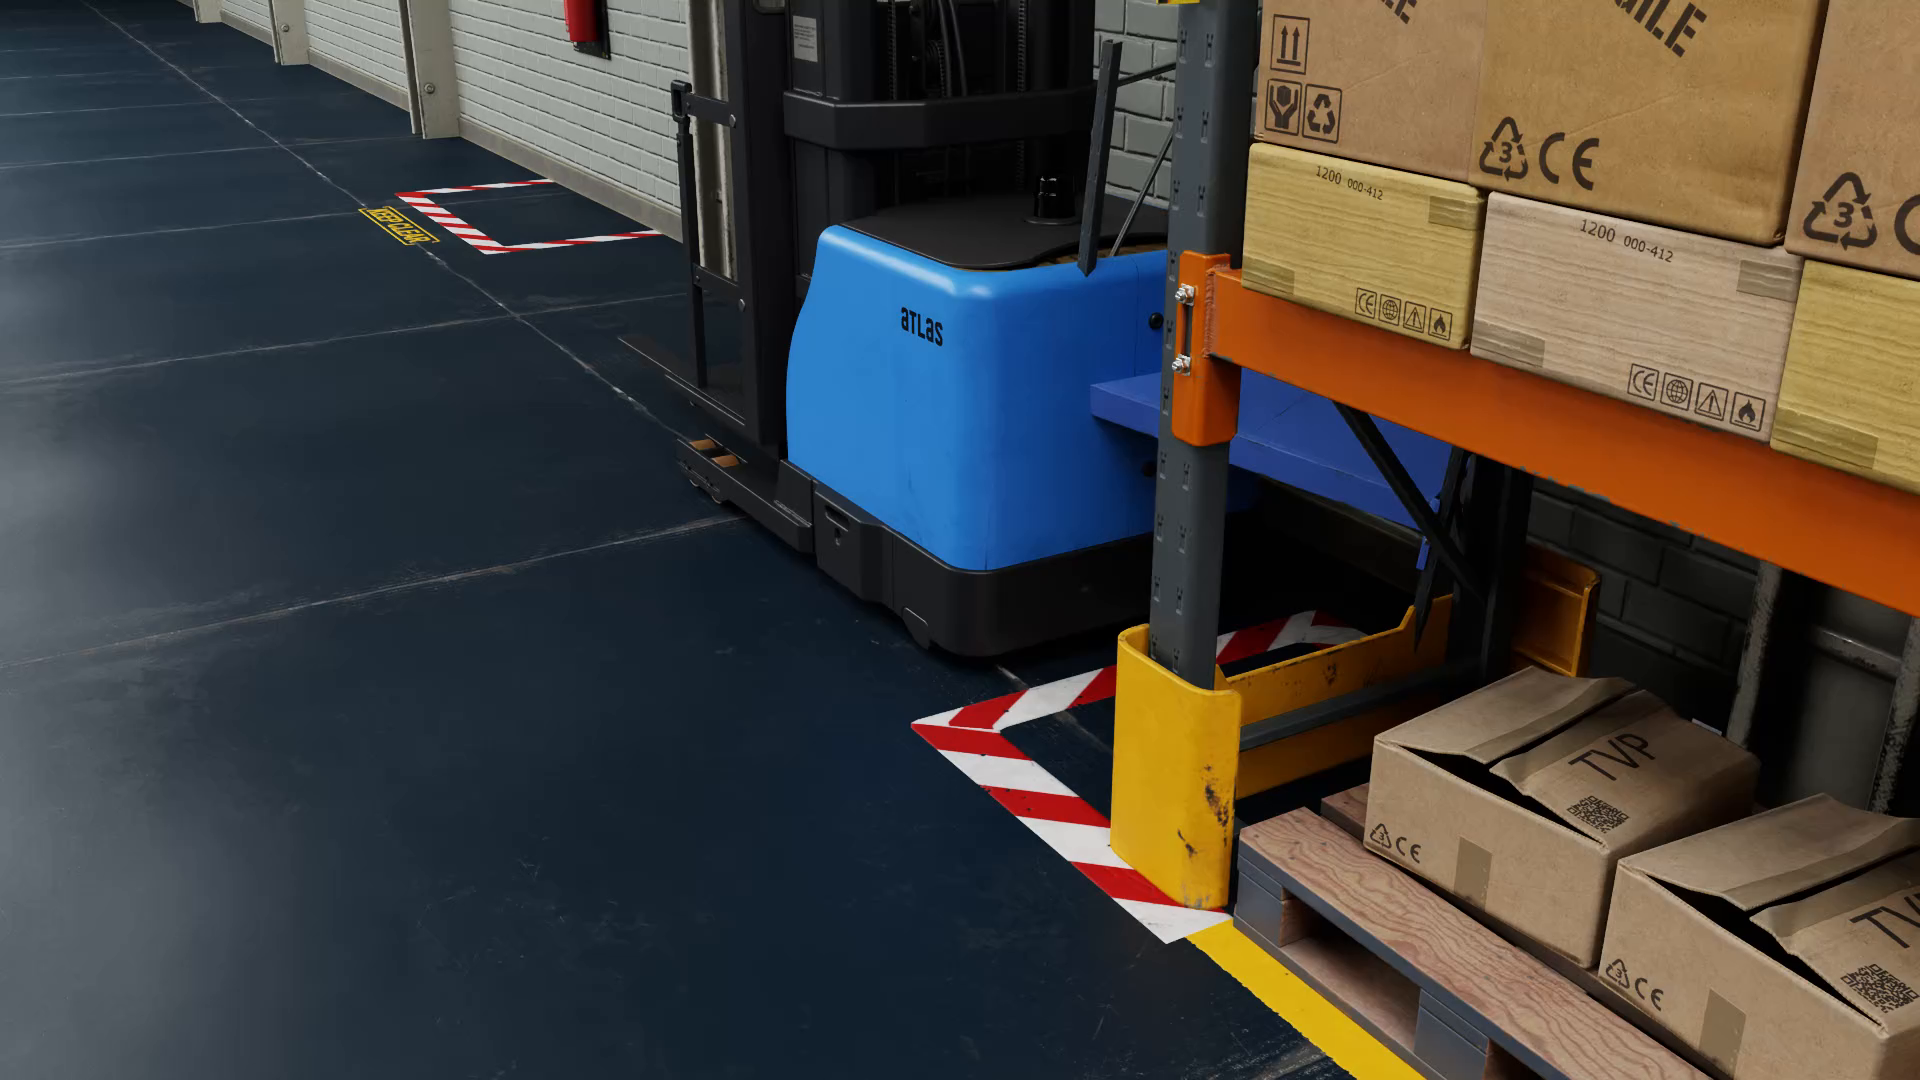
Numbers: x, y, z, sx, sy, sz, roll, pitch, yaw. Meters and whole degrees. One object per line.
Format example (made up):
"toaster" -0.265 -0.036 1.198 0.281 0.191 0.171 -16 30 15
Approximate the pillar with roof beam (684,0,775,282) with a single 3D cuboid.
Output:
"pillar with roof beam" -4.808 -4.642 4.781 9.100 9.000 0.400 -13 25 -28

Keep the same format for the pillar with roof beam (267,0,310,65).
"pillar with roof beam" -10.937 -8.526 14.338 9.100 9.000 0.400 -13 25 -28

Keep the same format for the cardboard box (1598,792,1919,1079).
"cardboard box" 1.424 0.659 2.693 0.500 0.311 0.500 -10 24 -24

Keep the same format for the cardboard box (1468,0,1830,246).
"cardboard box" 1.087 -0.722 2.280 0.500 0.500 0.500 -13 25 -28

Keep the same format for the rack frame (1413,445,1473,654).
"rack frame" 1.259 -0.254 3.938 0.032 1.500 0.500 22 34 29

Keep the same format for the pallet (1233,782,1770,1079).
"pallet" 1.281 0.777 3.118 1.003 0.211 1.213 -13 25 -28

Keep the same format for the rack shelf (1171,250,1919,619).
"rack shelf" 1.879 0.172 1.860 1.077 0.370 4.000 -13 25 -28

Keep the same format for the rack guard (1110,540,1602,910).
"rack guard" 0.896 0.374 3.728 1.175 0.500 0.348 -13 25 -28

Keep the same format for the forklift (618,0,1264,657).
"forklift" -0.322 -1.559 5.254 1.130 2.935 3.031 -13 25 -29

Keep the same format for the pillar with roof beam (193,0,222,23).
"pillar with roof beam" -14.002 -10.469 19.117 9.100 9.000 0.400 -13 25 -28

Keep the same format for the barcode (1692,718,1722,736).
"barcode" 1.486 0.399 3.321 0.001 0.075 0.075 -13 25 -28

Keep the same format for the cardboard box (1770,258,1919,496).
"cardboard box" 1.366 -0.198 1.988 0.500 0.250 0.500 -13 26 -29

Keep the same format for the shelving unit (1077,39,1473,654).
"shelving unit" 0.846 -0.425 4.180 1.048 1.500 0.538 22 34 29

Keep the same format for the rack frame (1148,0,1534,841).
"rack frame" 0.857 -0.809 3.318 1.000 3.000 0.127 -13 25 -28

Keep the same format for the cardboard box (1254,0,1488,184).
"cardboard box" 0.843 -0.884 2.678 0.500 0.500 0.500 -13 25 -28

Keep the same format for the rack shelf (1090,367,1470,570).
"rack shelf" 0.833 -0.268 4.268 1.000 0.185 0.538 22 34 29

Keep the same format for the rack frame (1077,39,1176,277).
"rack frame" 0.434 -0.596 4.423 0.032 1.500 0.500 22 34 29

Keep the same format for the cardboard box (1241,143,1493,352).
"cardboard box" 0.833 -0.529 2.803 0.500 0.250 0.500 -13 26 -30

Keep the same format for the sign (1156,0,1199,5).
"sign" 0.391 -1.105 2.898 0.100 0.325 0.005 -13 25 -28

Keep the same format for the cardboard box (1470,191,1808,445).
"cardboard box" 1.111 -0.364 2.396 0.500 0.250 0.500 -13 26 -30

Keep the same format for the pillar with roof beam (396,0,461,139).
"pillar with roof beam" -7.872 -6.584 9.560 9.100 9.000 0.400 -13 25 -28

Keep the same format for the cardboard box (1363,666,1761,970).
"cardboard box" 1.133 0.474 3.147 0.500 0.311 0.500 -16 27 -34

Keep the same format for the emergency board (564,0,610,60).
"emergency board" -2.336 -3.498 9.934 0.194 1.169 0.643 -13 25 -28

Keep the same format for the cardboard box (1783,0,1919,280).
"cardboard box" 1.345 -0.553 1.866 0.500 0.500 0.500 -14 26 -30
